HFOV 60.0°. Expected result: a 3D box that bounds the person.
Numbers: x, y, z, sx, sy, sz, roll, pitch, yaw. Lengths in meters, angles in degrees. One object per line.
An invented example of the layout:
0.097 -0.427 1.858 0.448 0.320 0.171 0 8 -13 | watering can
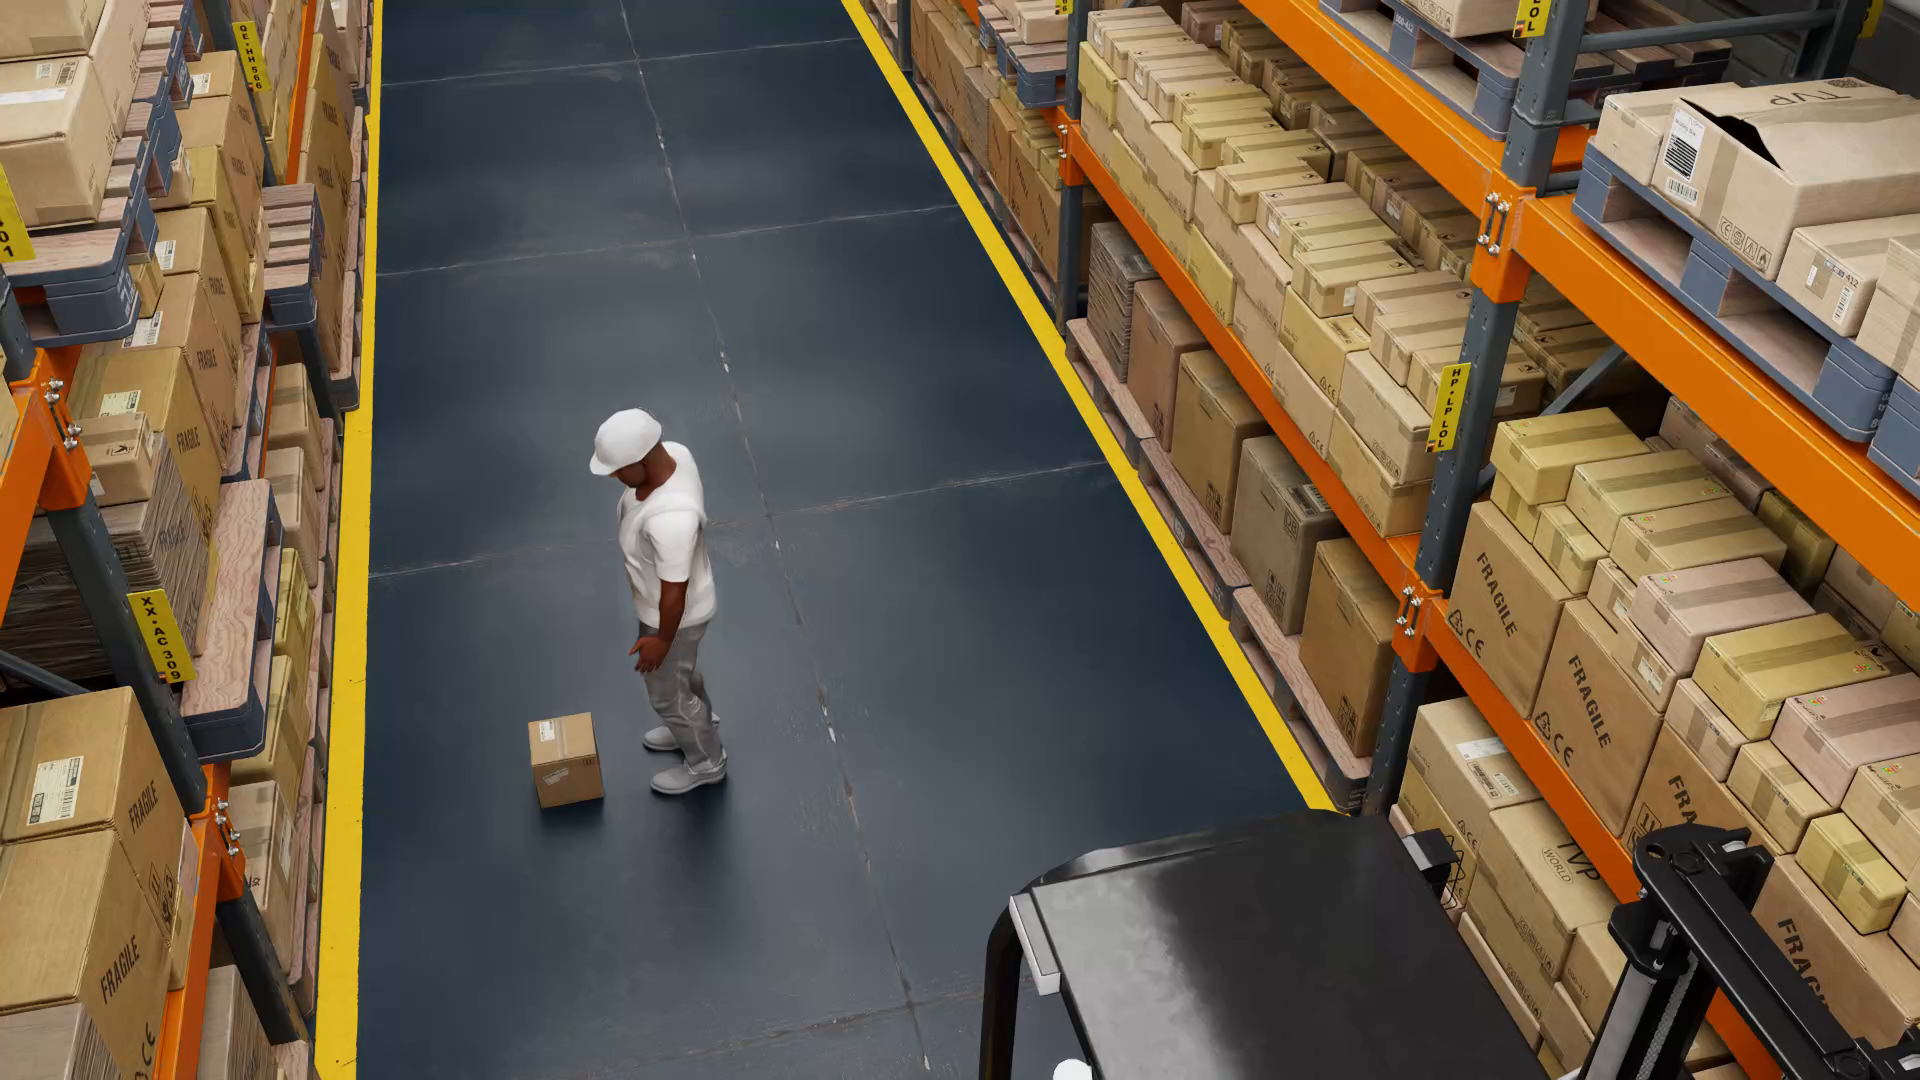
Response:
-1.122 0.239 6.342 0.390 1.750 0.575 -9 39 -11 | person
